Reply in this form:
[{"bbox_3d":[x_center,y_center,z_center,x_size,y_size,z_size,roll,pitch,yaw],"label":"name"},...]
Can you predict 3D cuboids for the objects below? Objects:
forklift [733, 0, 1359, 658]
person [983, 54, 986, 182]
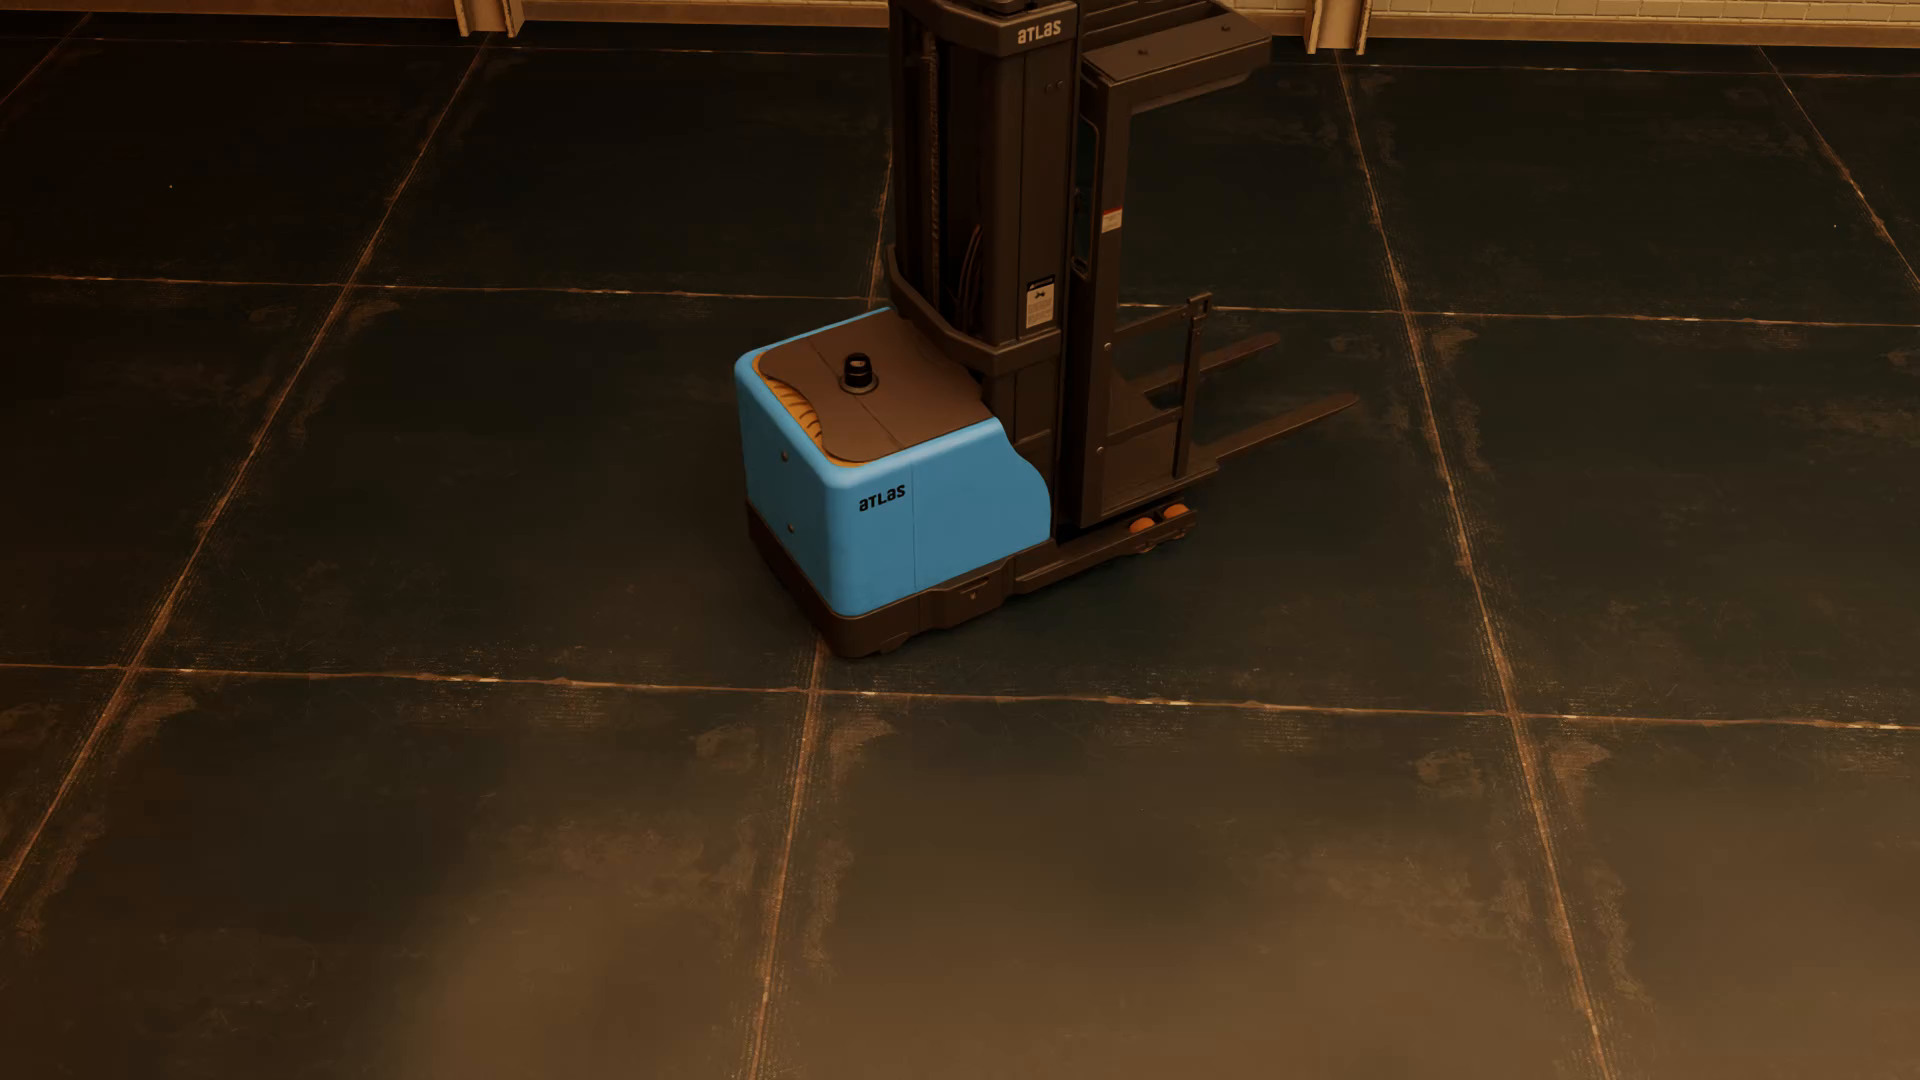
[{"bbox_3d":[0.536,-1.309,7.177,3.031,2.935,1.130,-22,47,-22],"label":"forklift"},{"bbox_3d":[0.265,-2.691,9.645,0.353,1.653,0.482,-3,43,-4],"label":"person"}]
